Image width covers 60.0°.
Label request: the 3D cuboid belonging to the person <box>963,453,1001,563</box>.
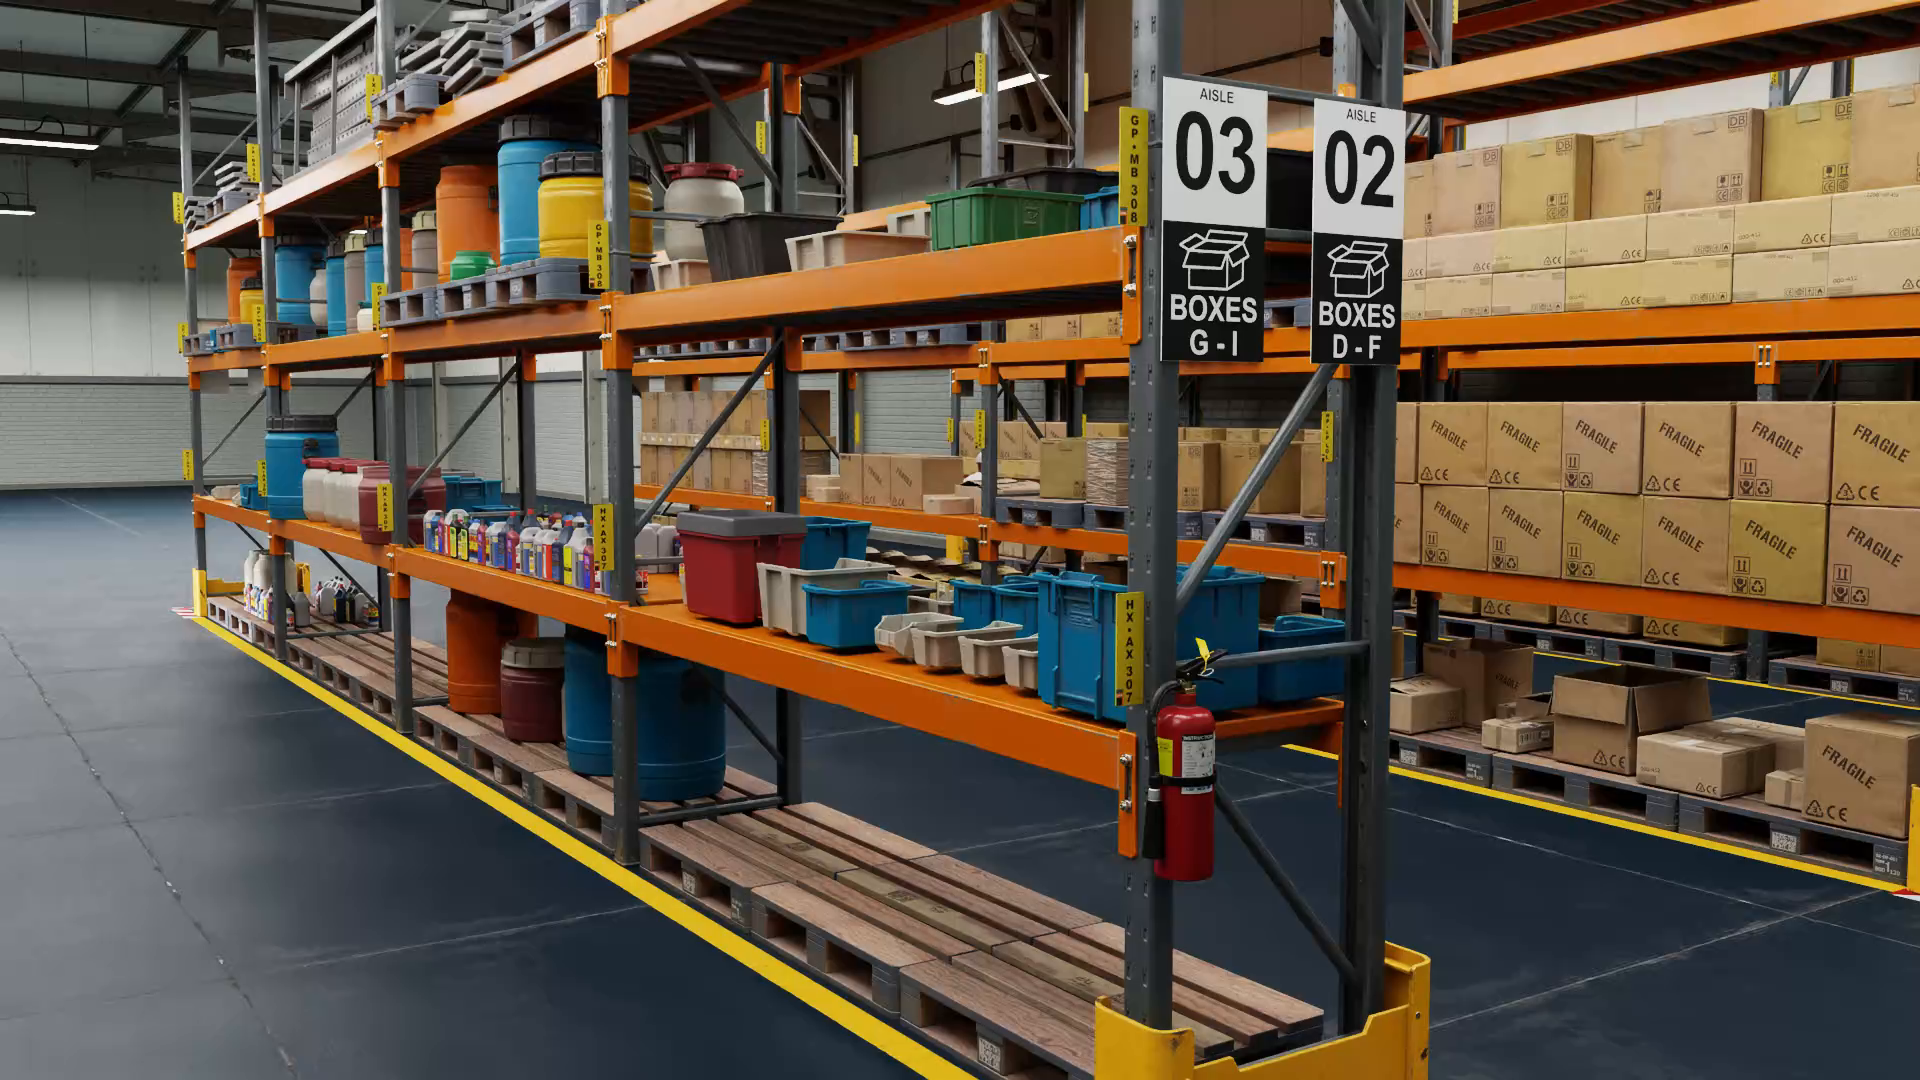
[{"bbox_3d":[0.257,-0.117,18.832,0.463,1.760,0.632,-3,6,-35],"label":"person"}]
